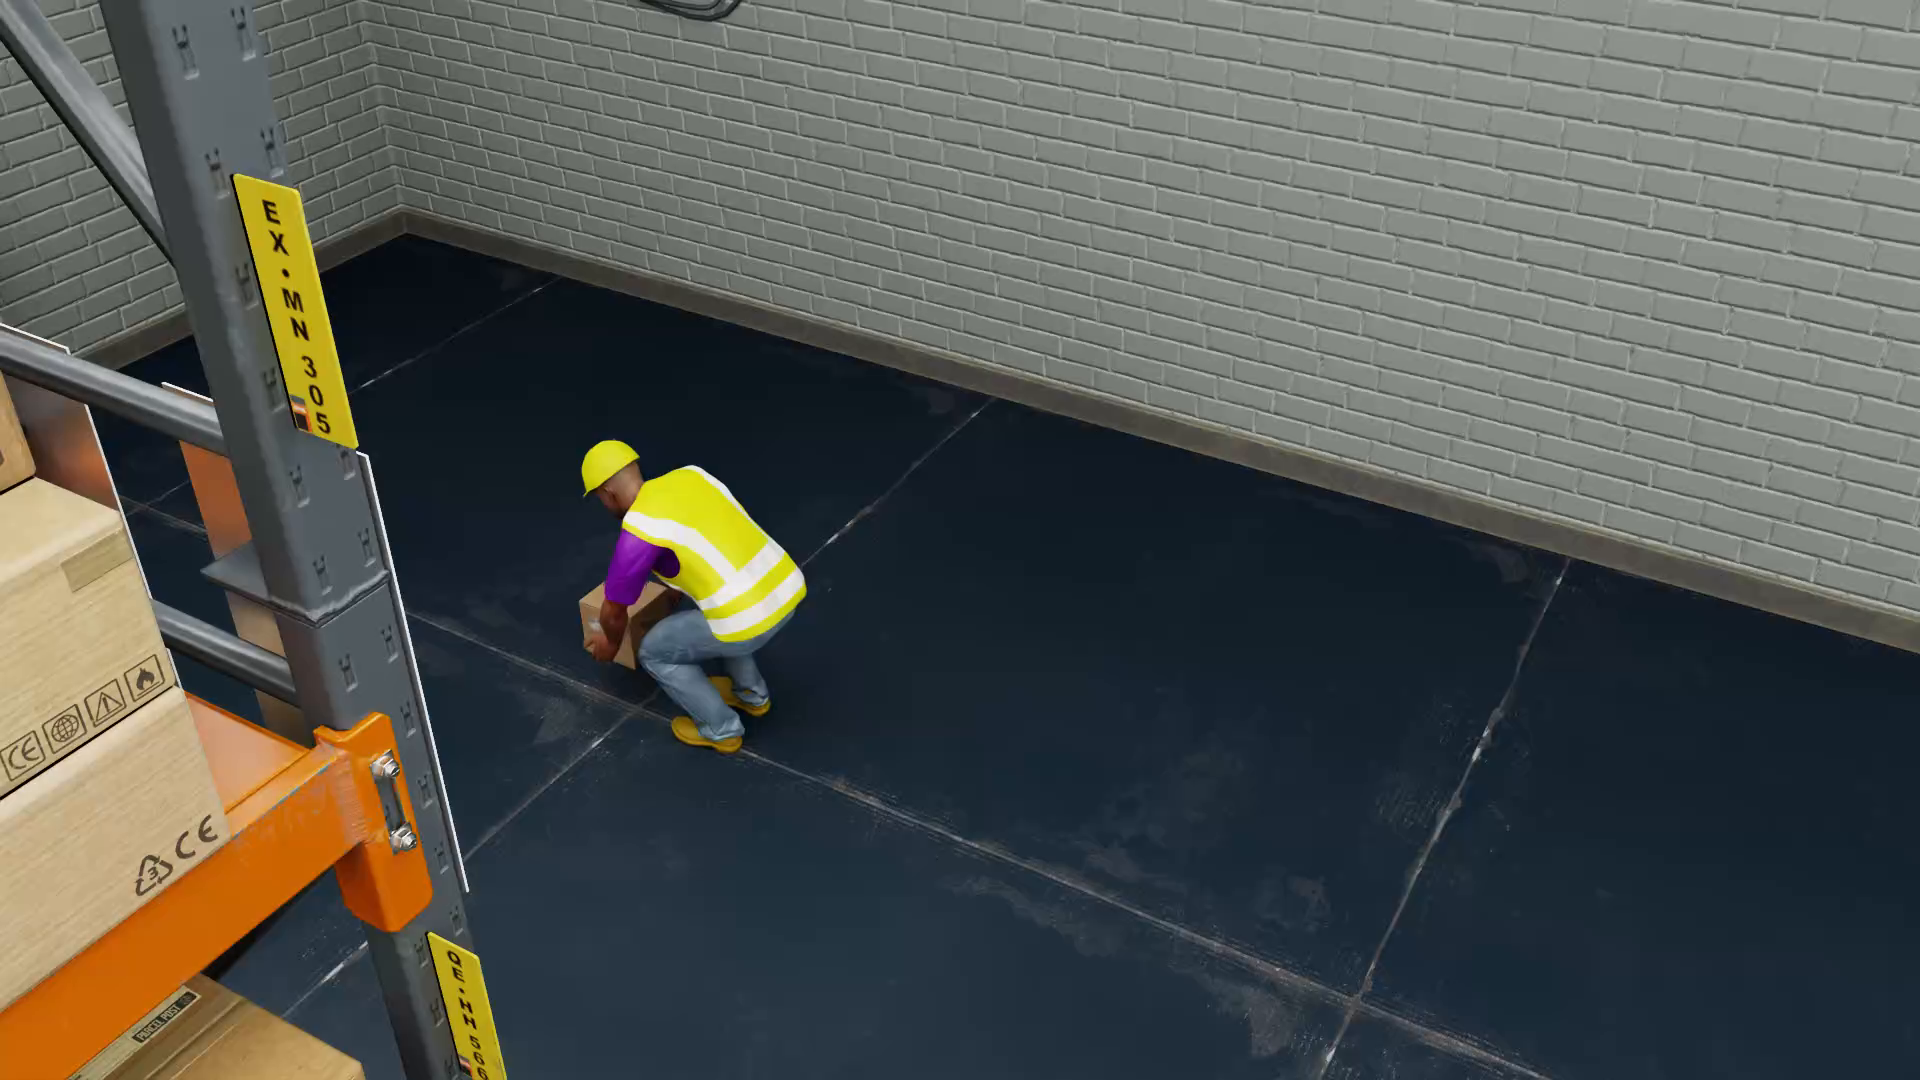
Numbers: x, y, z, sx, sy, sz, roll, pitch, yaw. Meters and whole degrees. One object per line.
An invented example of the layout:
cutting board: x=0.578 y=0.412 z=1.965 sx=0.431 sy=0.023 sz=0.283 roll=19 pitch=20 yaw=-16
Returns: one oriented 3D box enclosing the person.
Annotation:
person: x=-1.017 y=0.223 z=6.293 sx=0.839 sy=1.206 sz=0.620 roll=18 pitch=38 yaw=24
